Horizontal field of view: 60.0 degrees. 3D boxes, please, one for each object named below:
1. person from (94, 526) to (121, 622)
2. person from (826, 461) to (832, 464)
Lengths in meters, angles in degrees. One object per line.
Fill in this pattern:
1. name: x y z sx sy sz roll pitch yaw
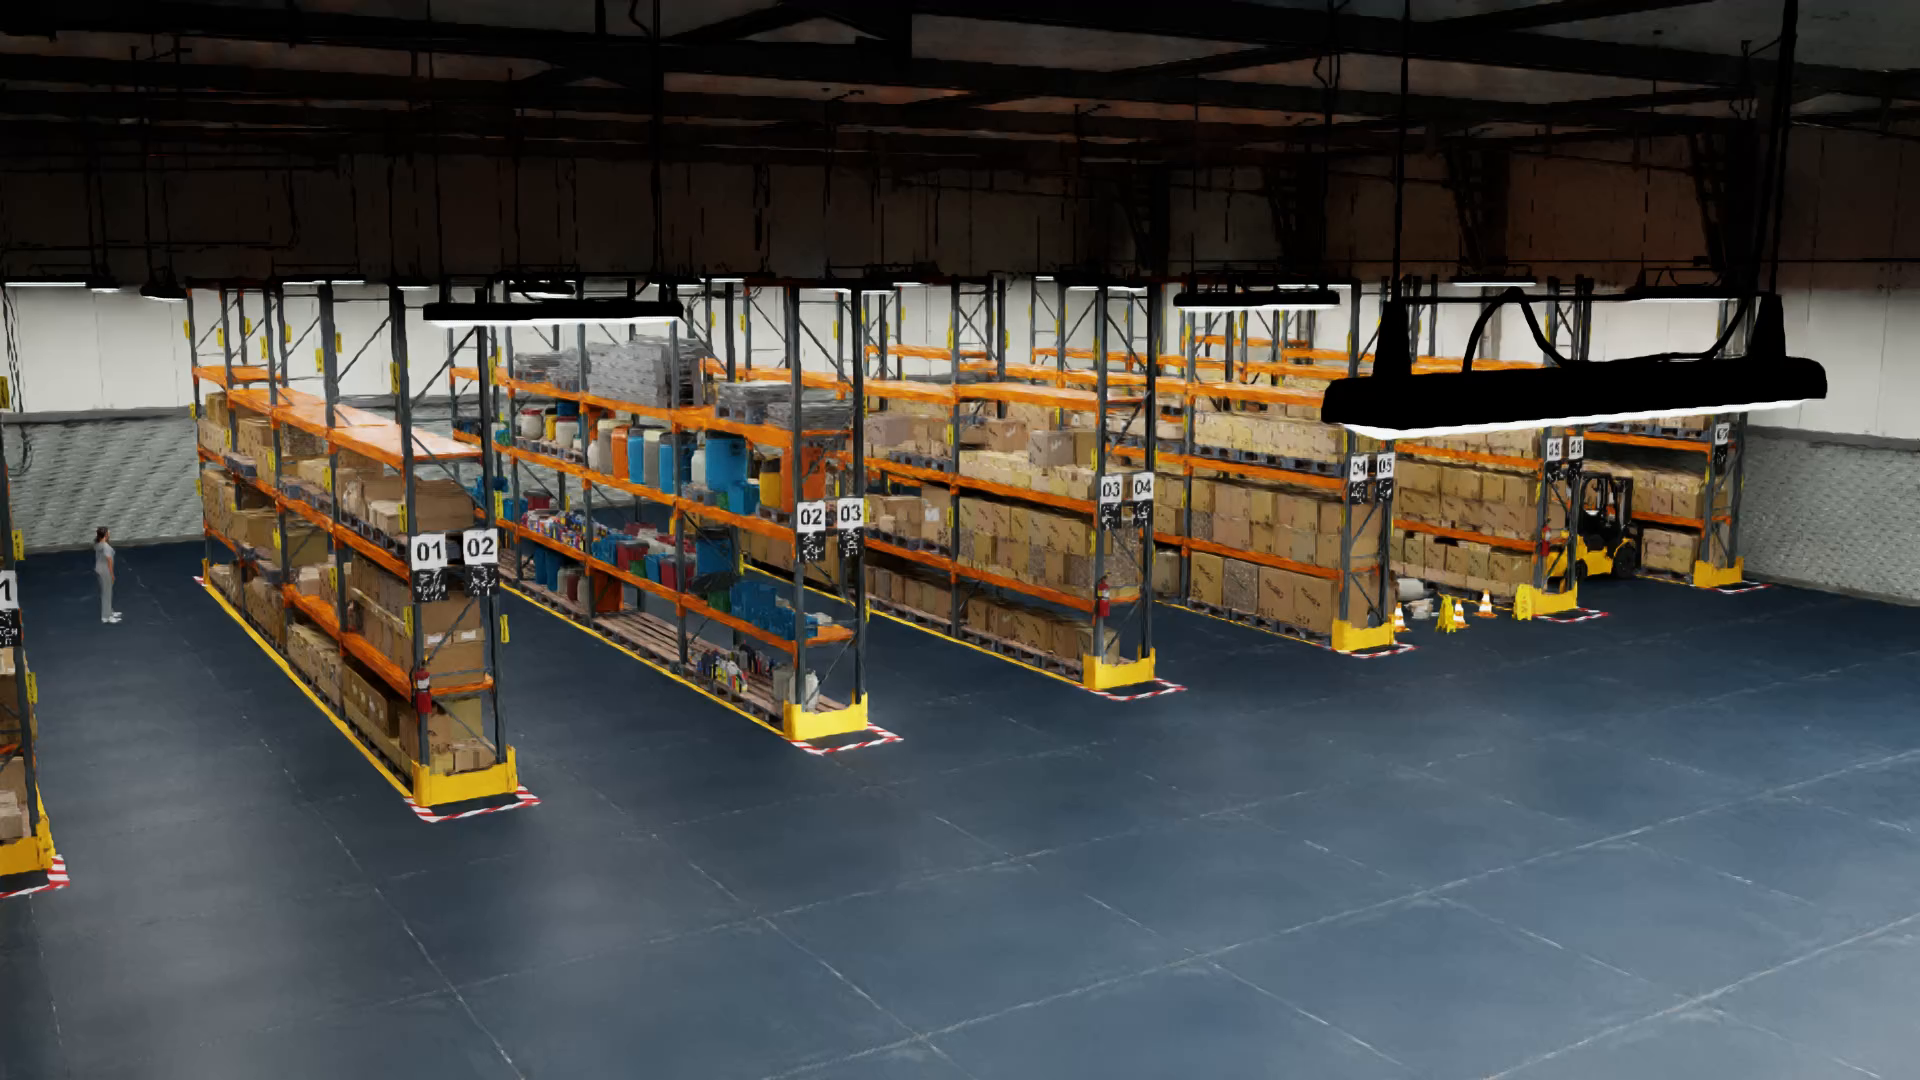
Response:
1. person: -15.060 0.584 29.404 0.535 1.679 0.454 8 12 38
2. person: -3.185 -1.115 39.842 0.479 1.567 1.090 -5 11 -29
